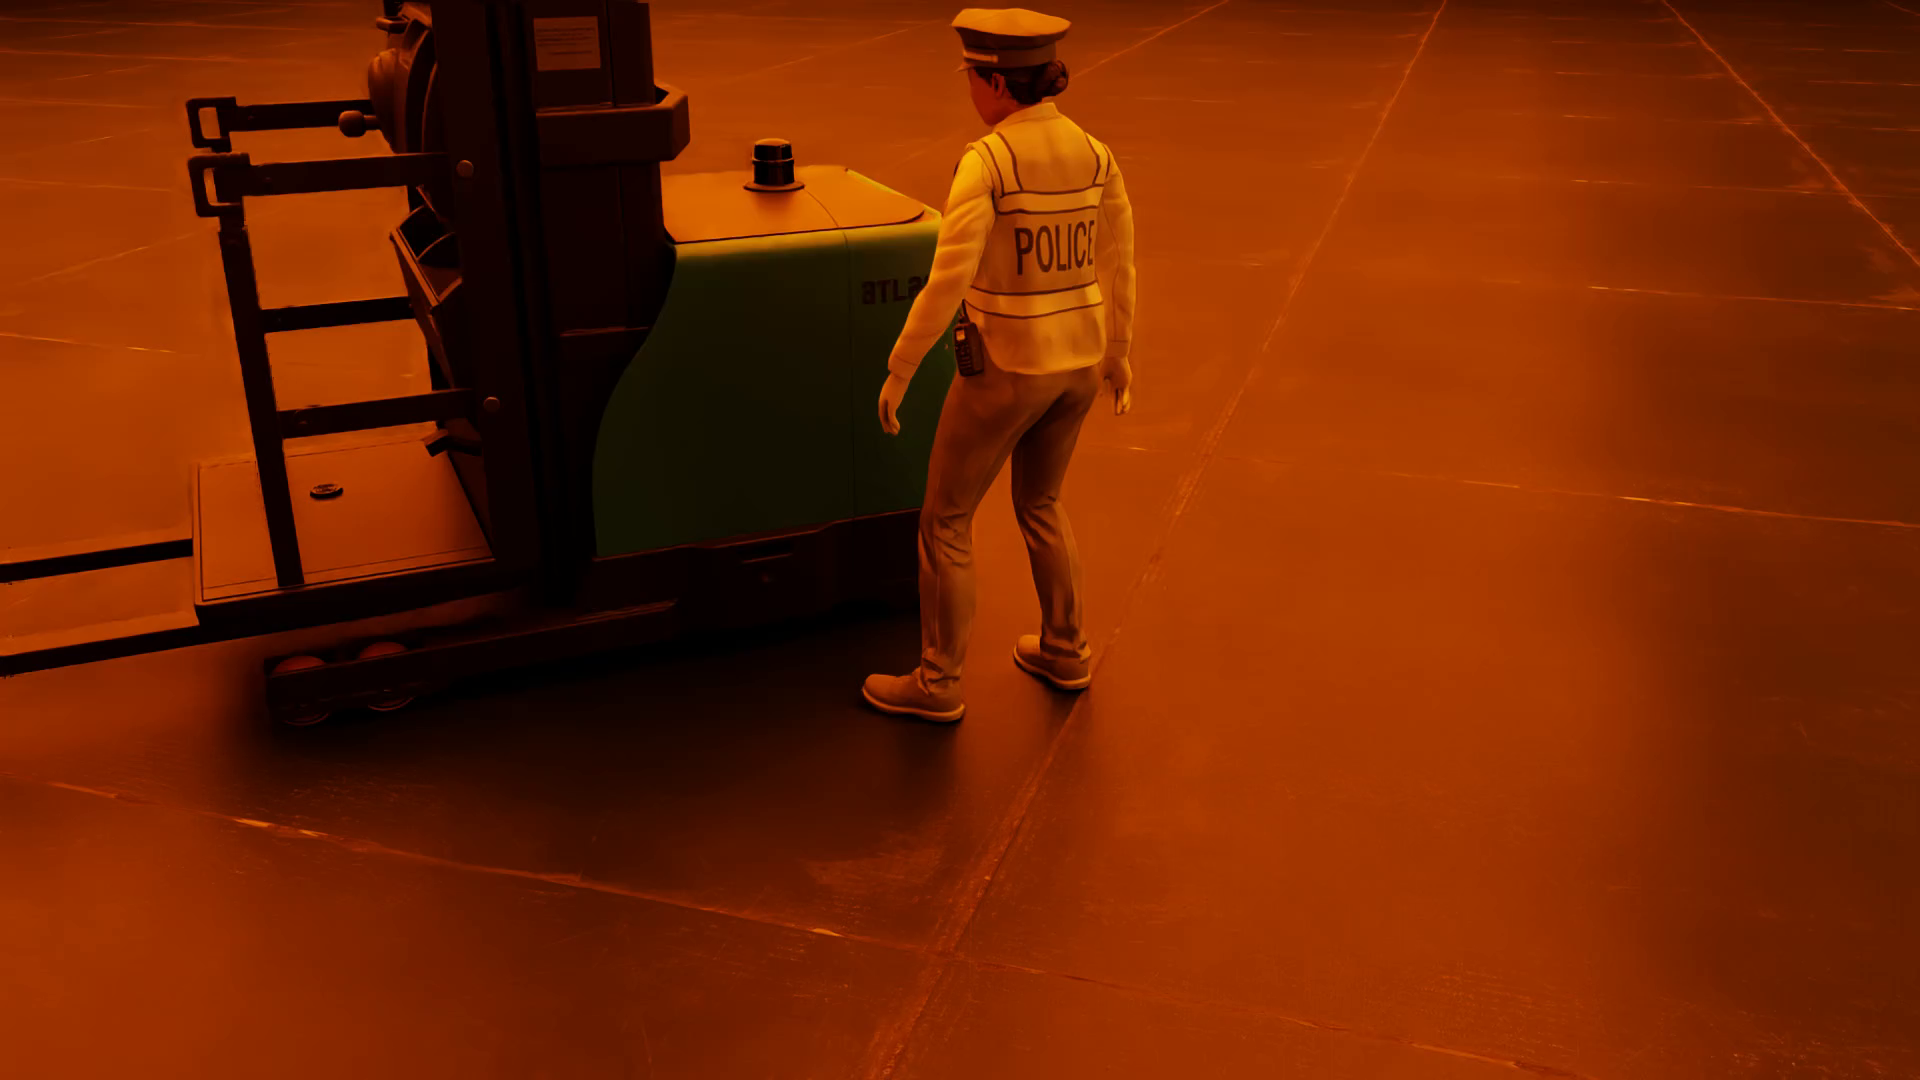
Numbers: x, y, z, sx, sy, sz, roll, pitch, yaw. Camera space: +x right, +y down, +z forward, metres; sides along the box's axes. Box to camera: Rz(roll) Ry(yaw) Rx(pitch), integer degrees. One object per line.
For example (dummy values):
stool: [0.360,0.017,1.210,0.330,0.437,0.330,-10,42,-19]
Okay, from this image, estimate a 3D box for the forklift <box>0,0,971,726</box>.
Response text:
forklift: [-1.534,-1.133,4.024,3.031,2.935,1.130,-9,24,-22]

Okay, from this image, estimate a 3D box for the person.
person: [0.122,-0.398,3.942,0.713,1.641,0.376,-19,29,-38]
